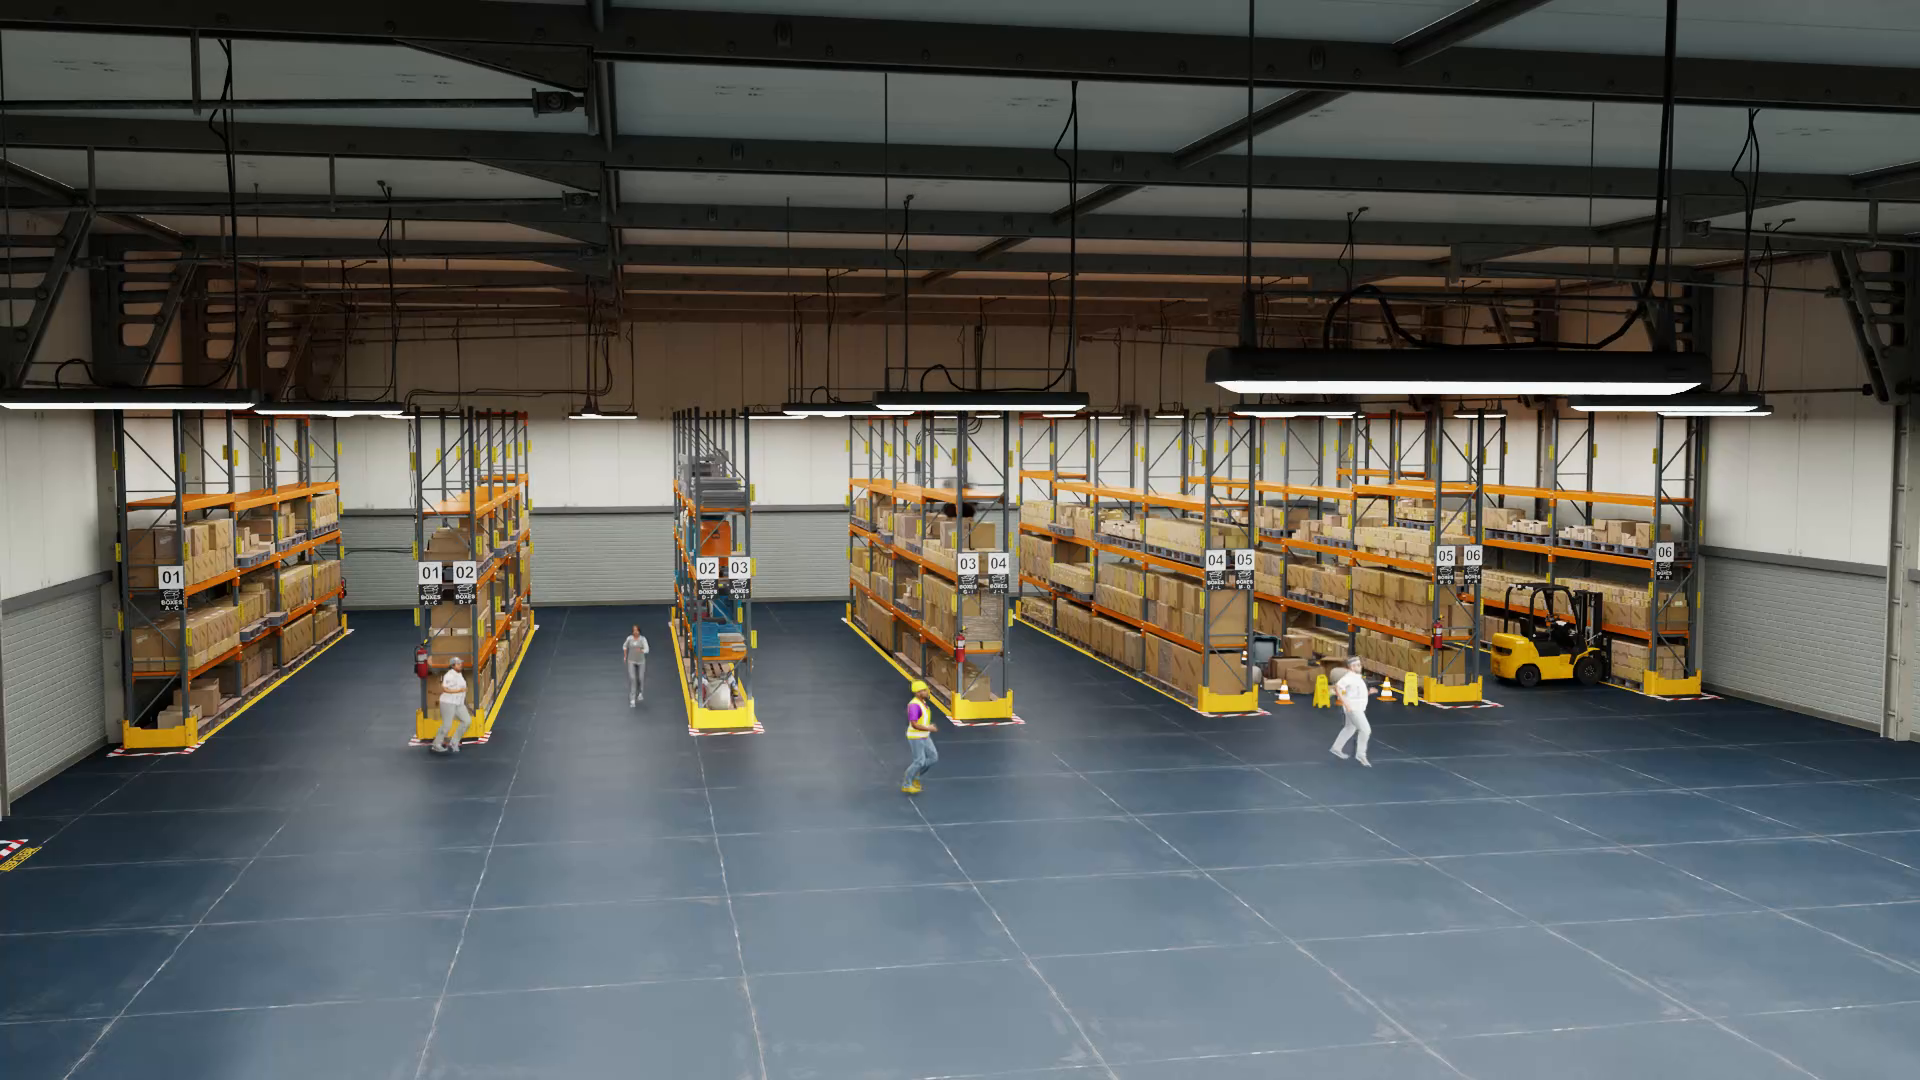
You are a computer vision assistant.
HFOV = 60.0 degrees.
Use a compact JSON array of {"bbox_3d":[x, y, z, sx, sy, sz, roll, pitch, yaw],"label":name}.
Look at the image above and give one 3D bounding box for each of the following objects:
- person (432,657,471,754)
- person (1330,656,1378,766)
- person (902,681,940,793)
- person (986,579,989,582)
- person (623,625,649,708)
[{"bbox_3d":[-8.746,2.877,28.775,0.685,1.685,0.605,1,4,16],"label":"person"},{"bbox_3d":[6.597,2.865,27.859,0.794,1.856,0.638,2,4,21],"label":"person"},{"bbox_3d":[-0.584,3.030,25.565,0.639,1.745,0.723,1,4,14],"label":"person"},{"bbox_3d":[0.905,1.639,46.158,0.612,1.637,0.601,-1,4,-10],"label":"person"},{"bbox_3d":[-6.549,2.528,33.630,0.516,1.614,0.759,-1,4,-10],"label":"person"}]
